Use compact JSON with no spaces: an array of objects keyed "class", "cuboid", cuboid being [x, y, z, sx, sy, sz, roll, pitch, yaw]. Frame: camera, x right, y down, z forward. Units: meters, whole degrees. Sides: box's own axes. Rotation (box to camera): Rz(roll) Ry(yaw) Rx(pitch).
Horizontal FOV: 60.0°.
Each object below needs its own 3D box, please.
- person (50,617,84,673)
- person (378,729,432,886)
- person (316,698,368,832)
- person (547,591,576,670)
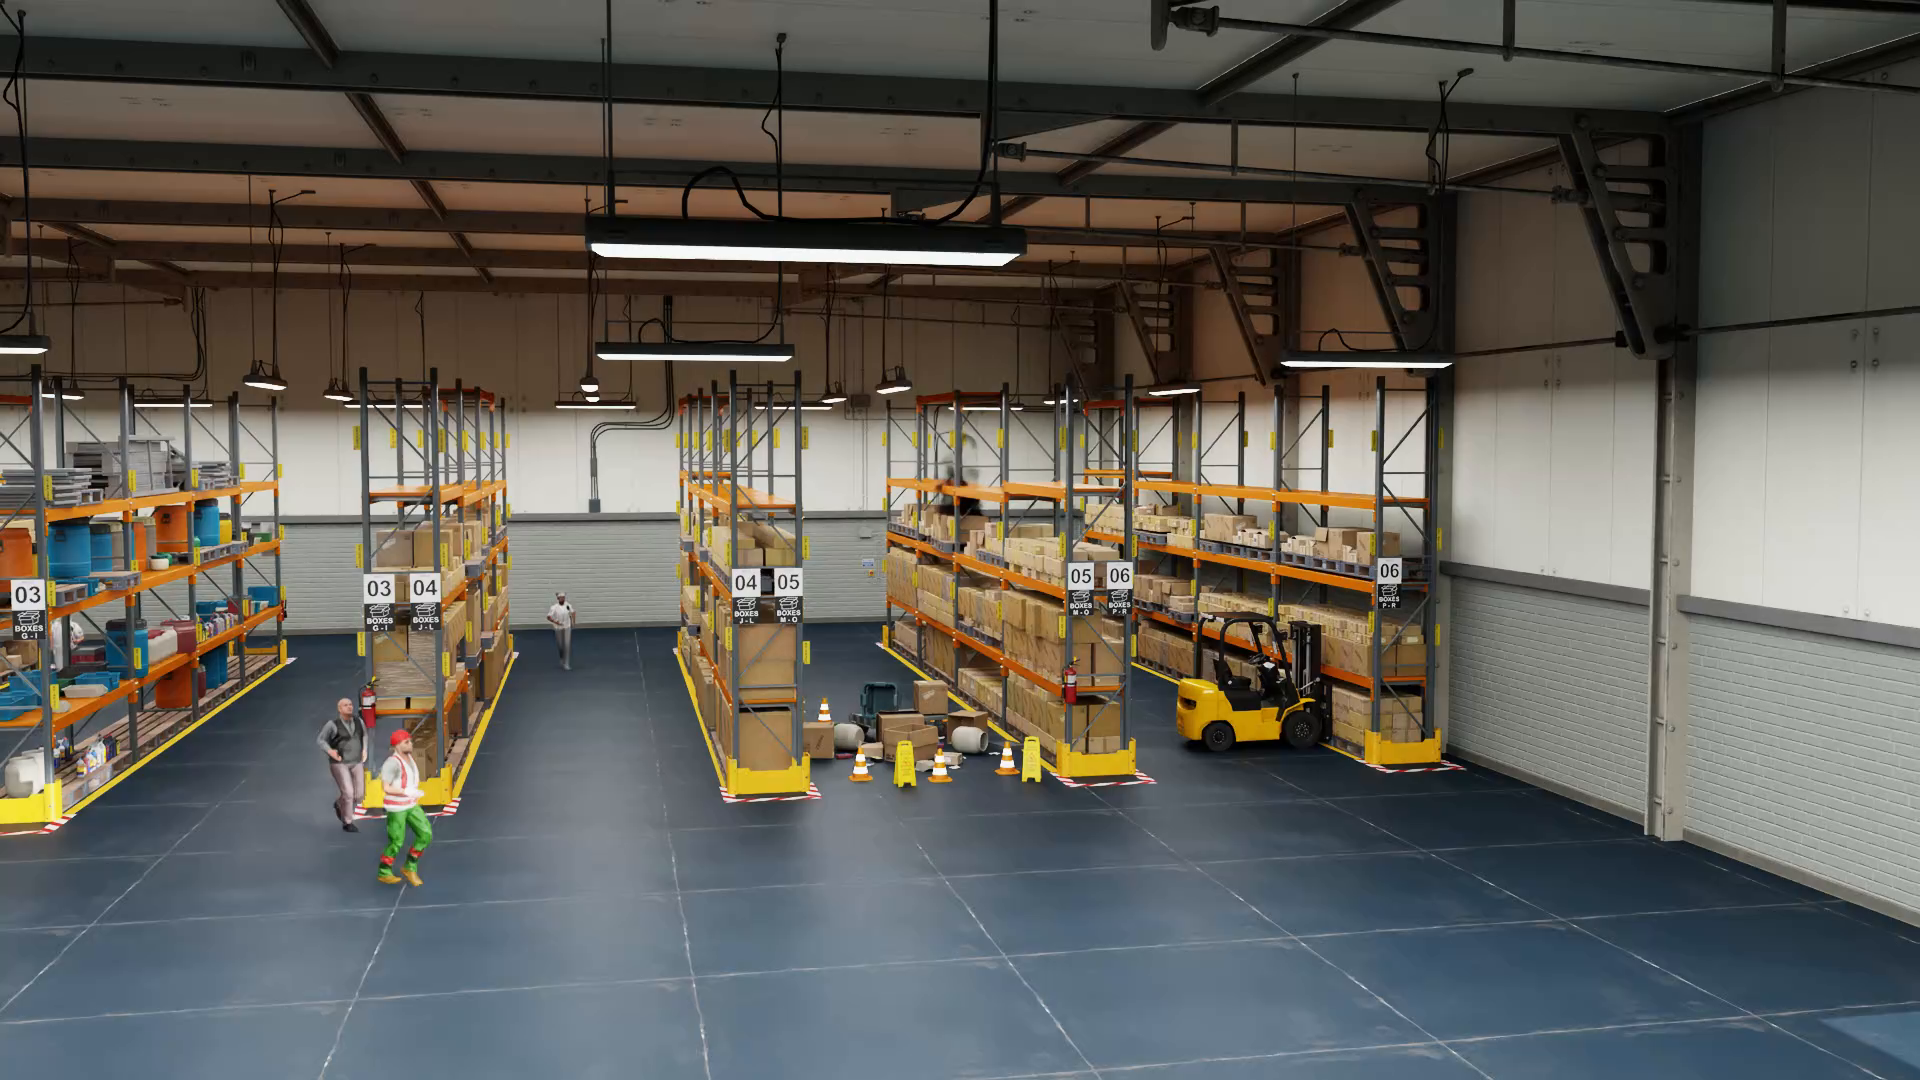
[{"class":"person","cuboid":[-17.442,2.189,32.443,0.666,1.751,0.808,-1,4,-19]},{"class":"person","cuboid":[-6.215,3.014,18.584,0.717,1.802,0.639,1,4,19]},{"class":"person","cuboid":[-7.946,2.895,21.480,0.707,1.709,0.634,-3,5,-45]},{"class":"person","cuboid":[-8.800,1.988,36.698,0.590,1.733,0.815,-1,4,-22]}]
